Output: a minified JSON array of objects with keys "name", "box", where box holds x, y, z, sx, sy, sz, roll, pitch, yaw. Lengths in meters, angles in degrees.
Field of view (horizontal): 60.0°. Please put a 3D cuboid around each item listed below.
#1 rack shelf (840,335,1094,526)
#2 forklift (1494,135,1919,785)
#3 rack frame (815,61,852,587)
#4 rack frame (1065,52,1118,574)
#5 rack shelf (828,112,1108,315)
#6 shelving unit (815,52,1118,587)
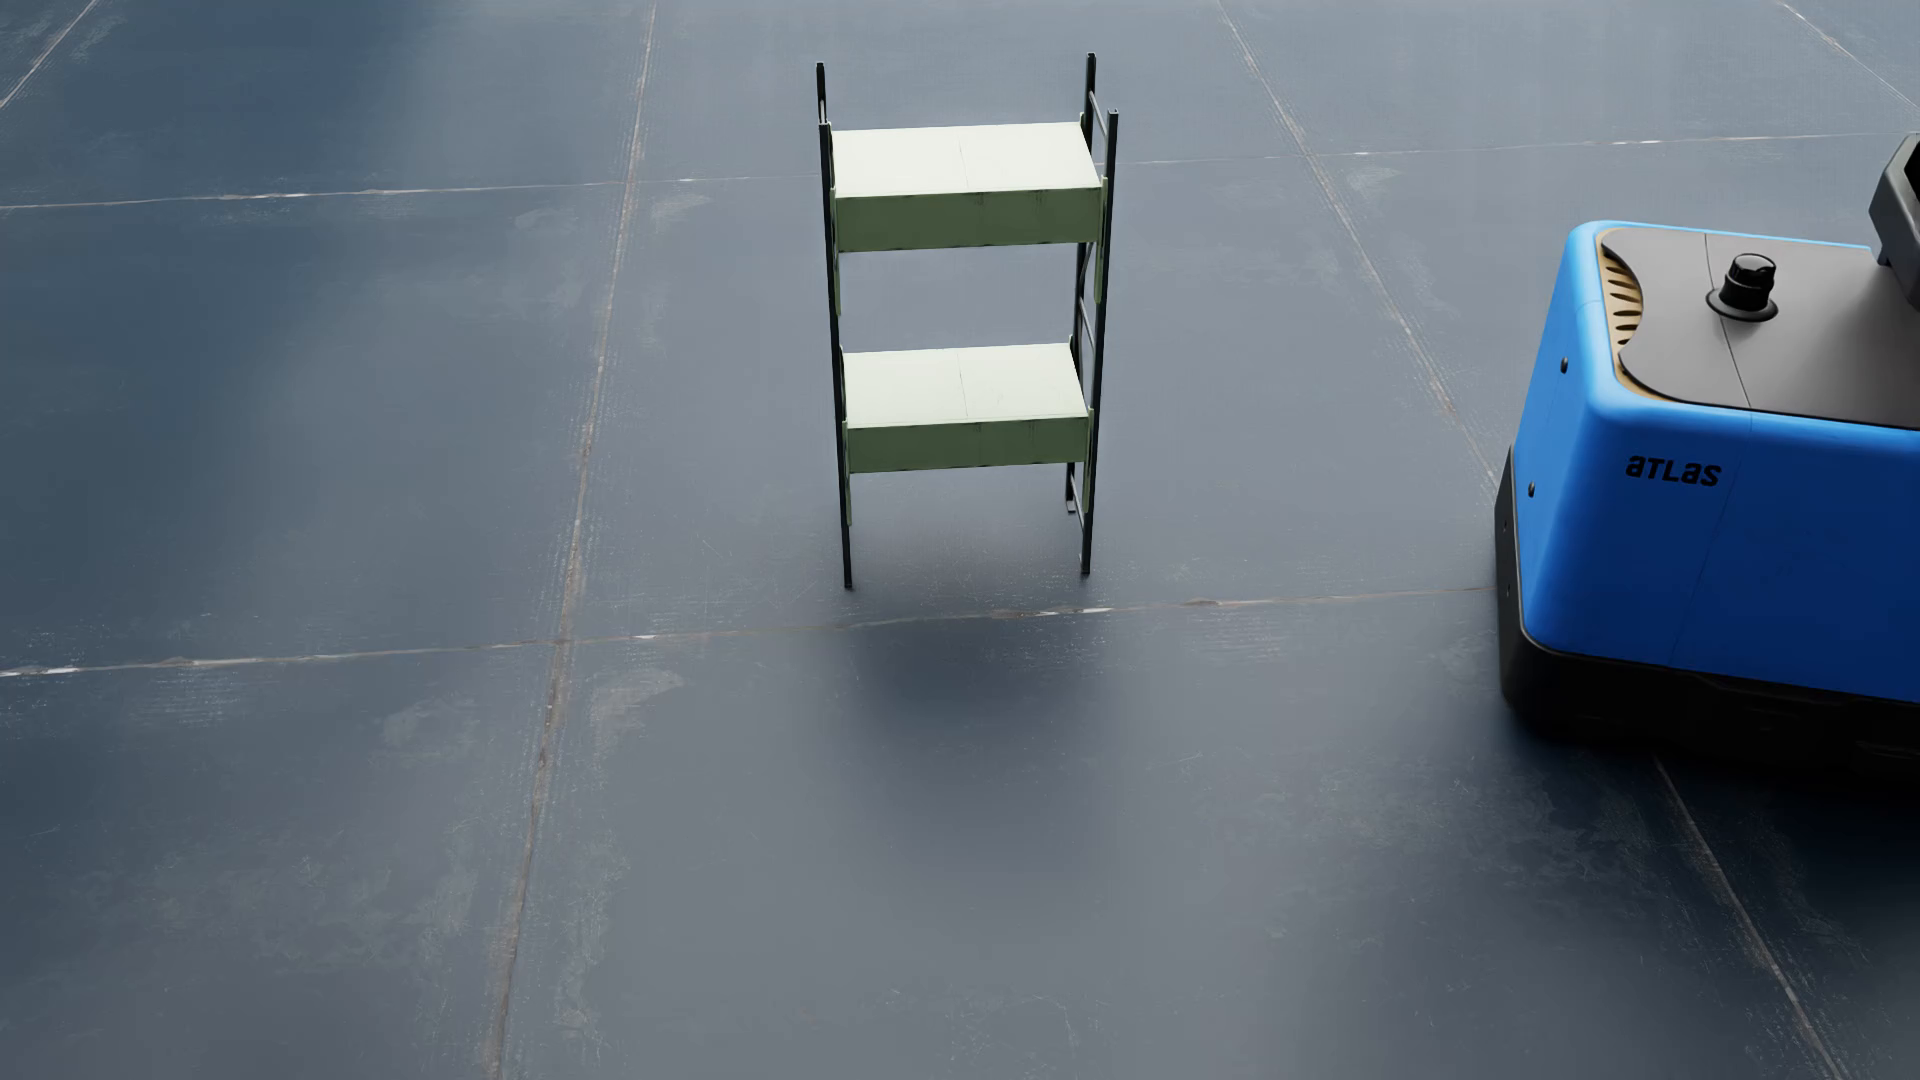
[{"name":"rack shelf","box":[0.007,-0.333,4.988,0.720,0.370,0.431,-3,38,-4]},{"name":"forklift","box":[3.072,-0.726,3.804,3.031,2.935,1.130,8,39,10]},{"name":"rack frame","box":[-0.358,-0.569,4.760,0.023,1.500,0.400,-3,38,-4]},{"name":"rack frame","box":[0.371,-0.609,4.811,0.023,1.500,0.400,-3,38,-4]},{"name":"rack shelf","box":[0.007,-0.896,4.544,0.720,0.370,0.431,-3,38,-4]},{"name":"shelving unit","box":[0.007,-0.589,4.786,0.755,1.500,0.431,-3,38,-4]}]
